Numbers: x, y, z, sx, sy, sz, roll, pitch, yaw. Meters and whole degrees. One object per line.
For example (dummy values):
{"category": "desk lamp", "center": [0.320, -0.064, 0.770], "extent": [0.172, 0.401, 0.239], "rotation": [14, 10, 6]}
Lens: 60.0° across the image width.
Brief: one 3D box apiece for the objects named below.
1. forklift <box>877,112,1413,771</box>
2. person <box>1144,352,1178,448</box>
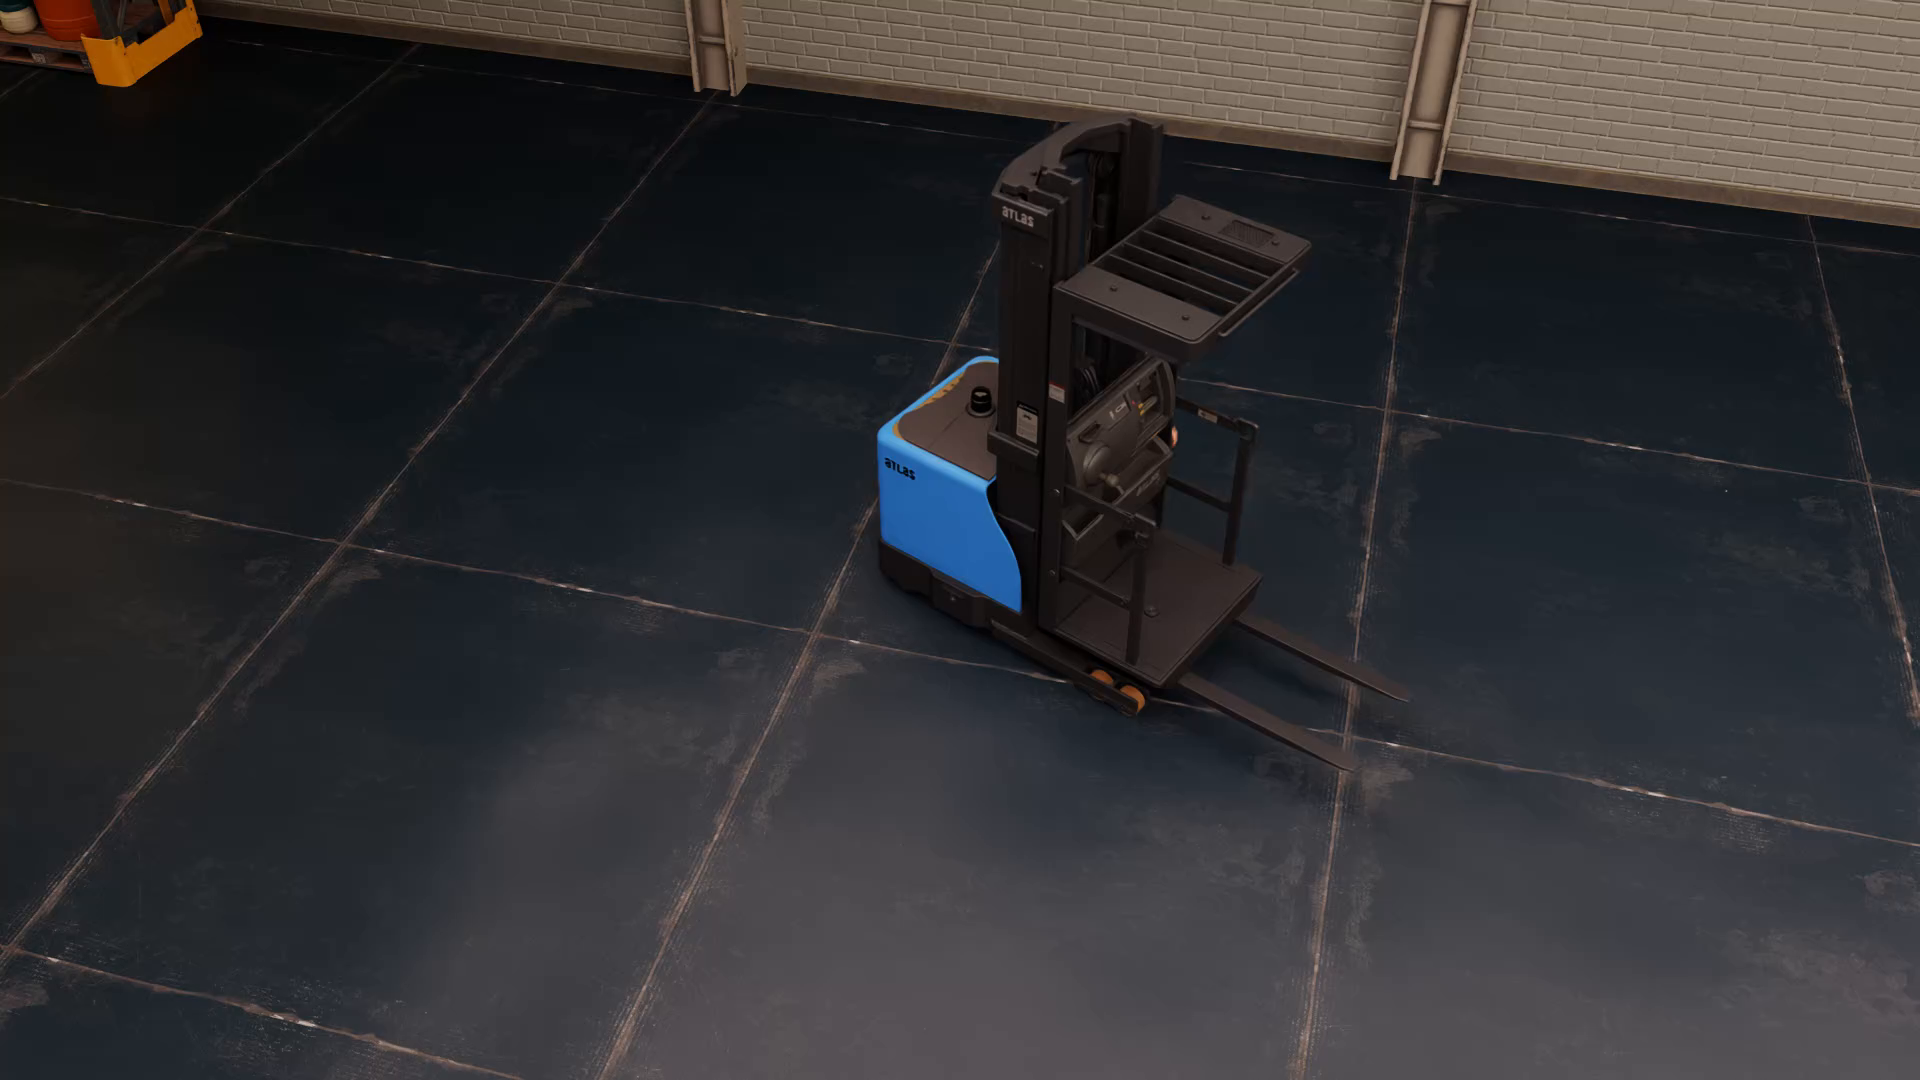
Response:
{"category": "forklift", "center": [1.000, -0.550, 8.489], "extent": [3.031, 2.935, 1.130], "rotation": [27, 48, 27]}
{"category": "person", "center": [0.951, -0.537, 9.461], "extent": [0.695, 1.583, 0.709], "rotation": [-13, 43, -14]}
